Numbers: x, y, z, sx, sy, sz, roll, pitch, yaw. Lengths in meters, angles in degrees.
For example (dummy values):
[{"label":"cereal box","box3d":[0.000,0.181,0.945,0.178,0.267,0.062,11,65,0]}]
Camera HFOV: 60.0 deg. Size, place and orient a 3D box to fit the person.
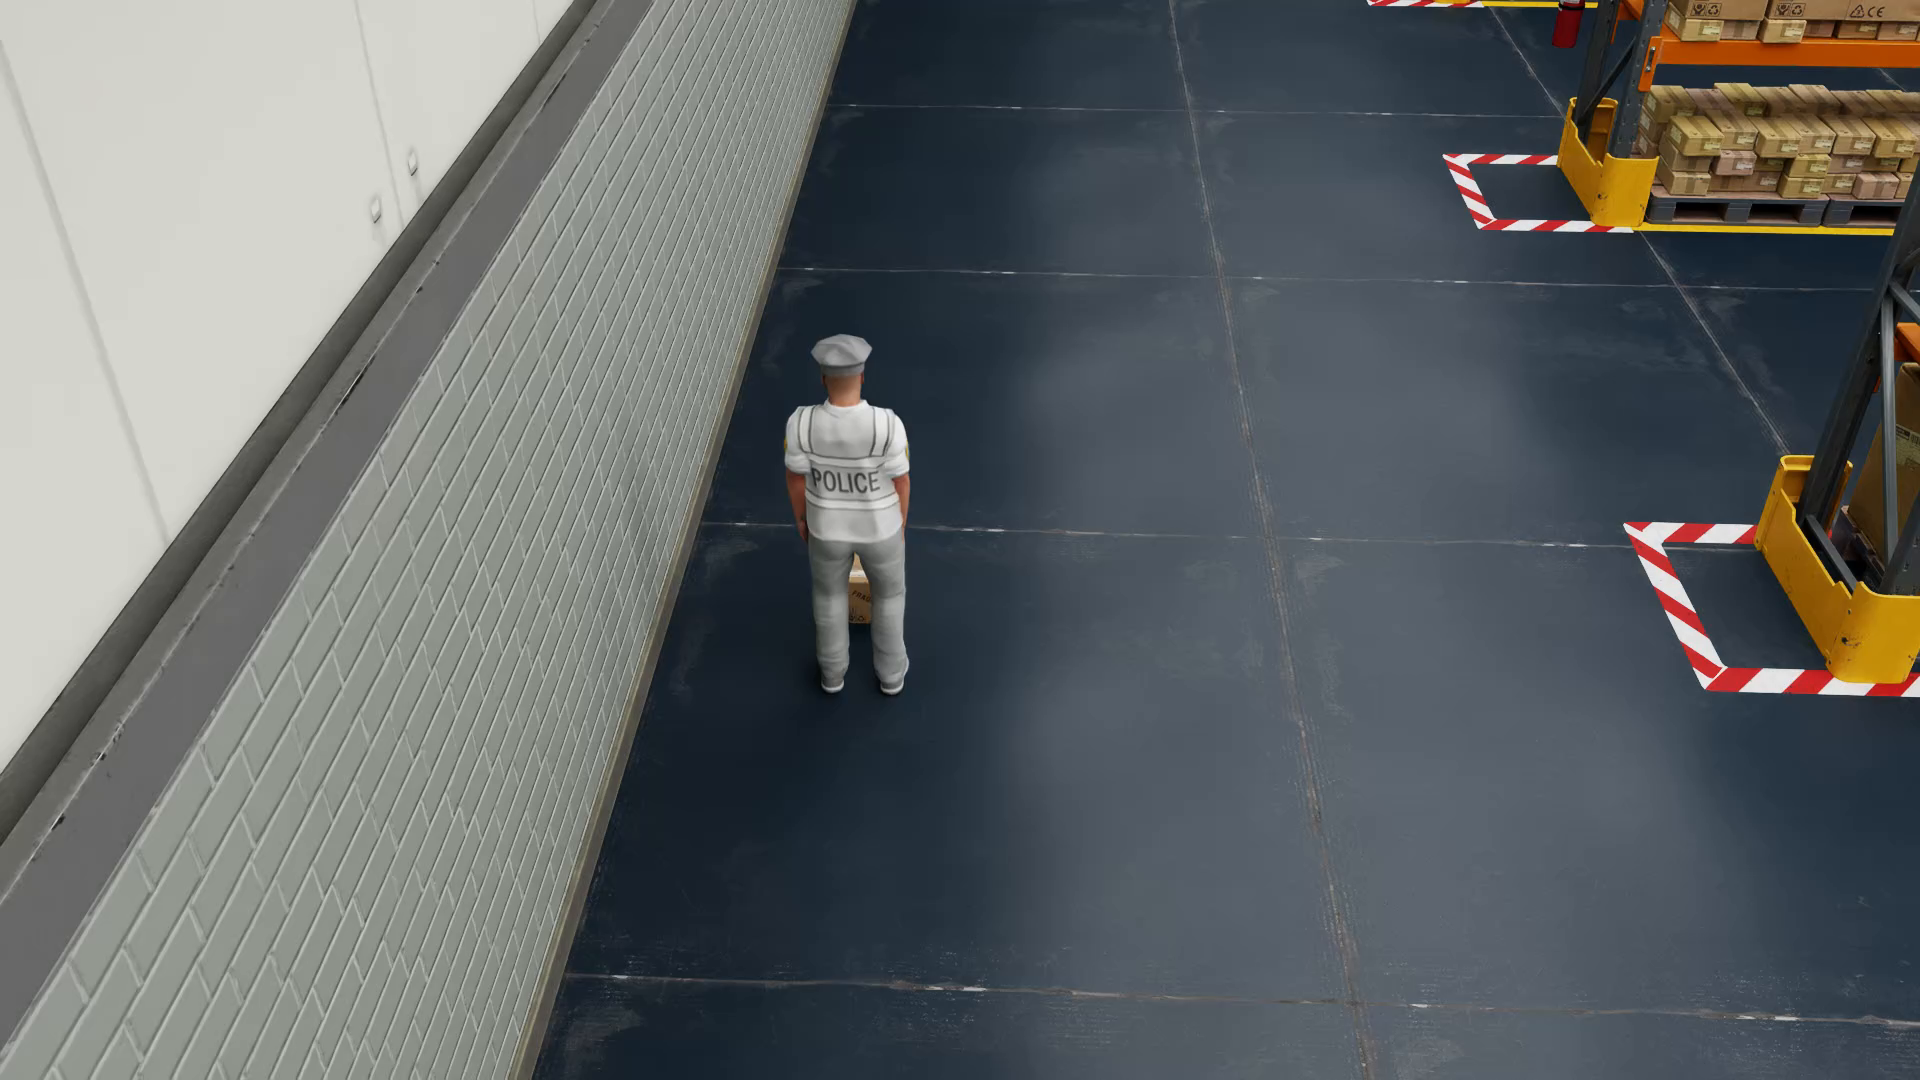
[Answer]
[{"label":"person","box3d":[-0.475,-0.077,7.234,0.530,1.740,0.391,2,36,3]}]
